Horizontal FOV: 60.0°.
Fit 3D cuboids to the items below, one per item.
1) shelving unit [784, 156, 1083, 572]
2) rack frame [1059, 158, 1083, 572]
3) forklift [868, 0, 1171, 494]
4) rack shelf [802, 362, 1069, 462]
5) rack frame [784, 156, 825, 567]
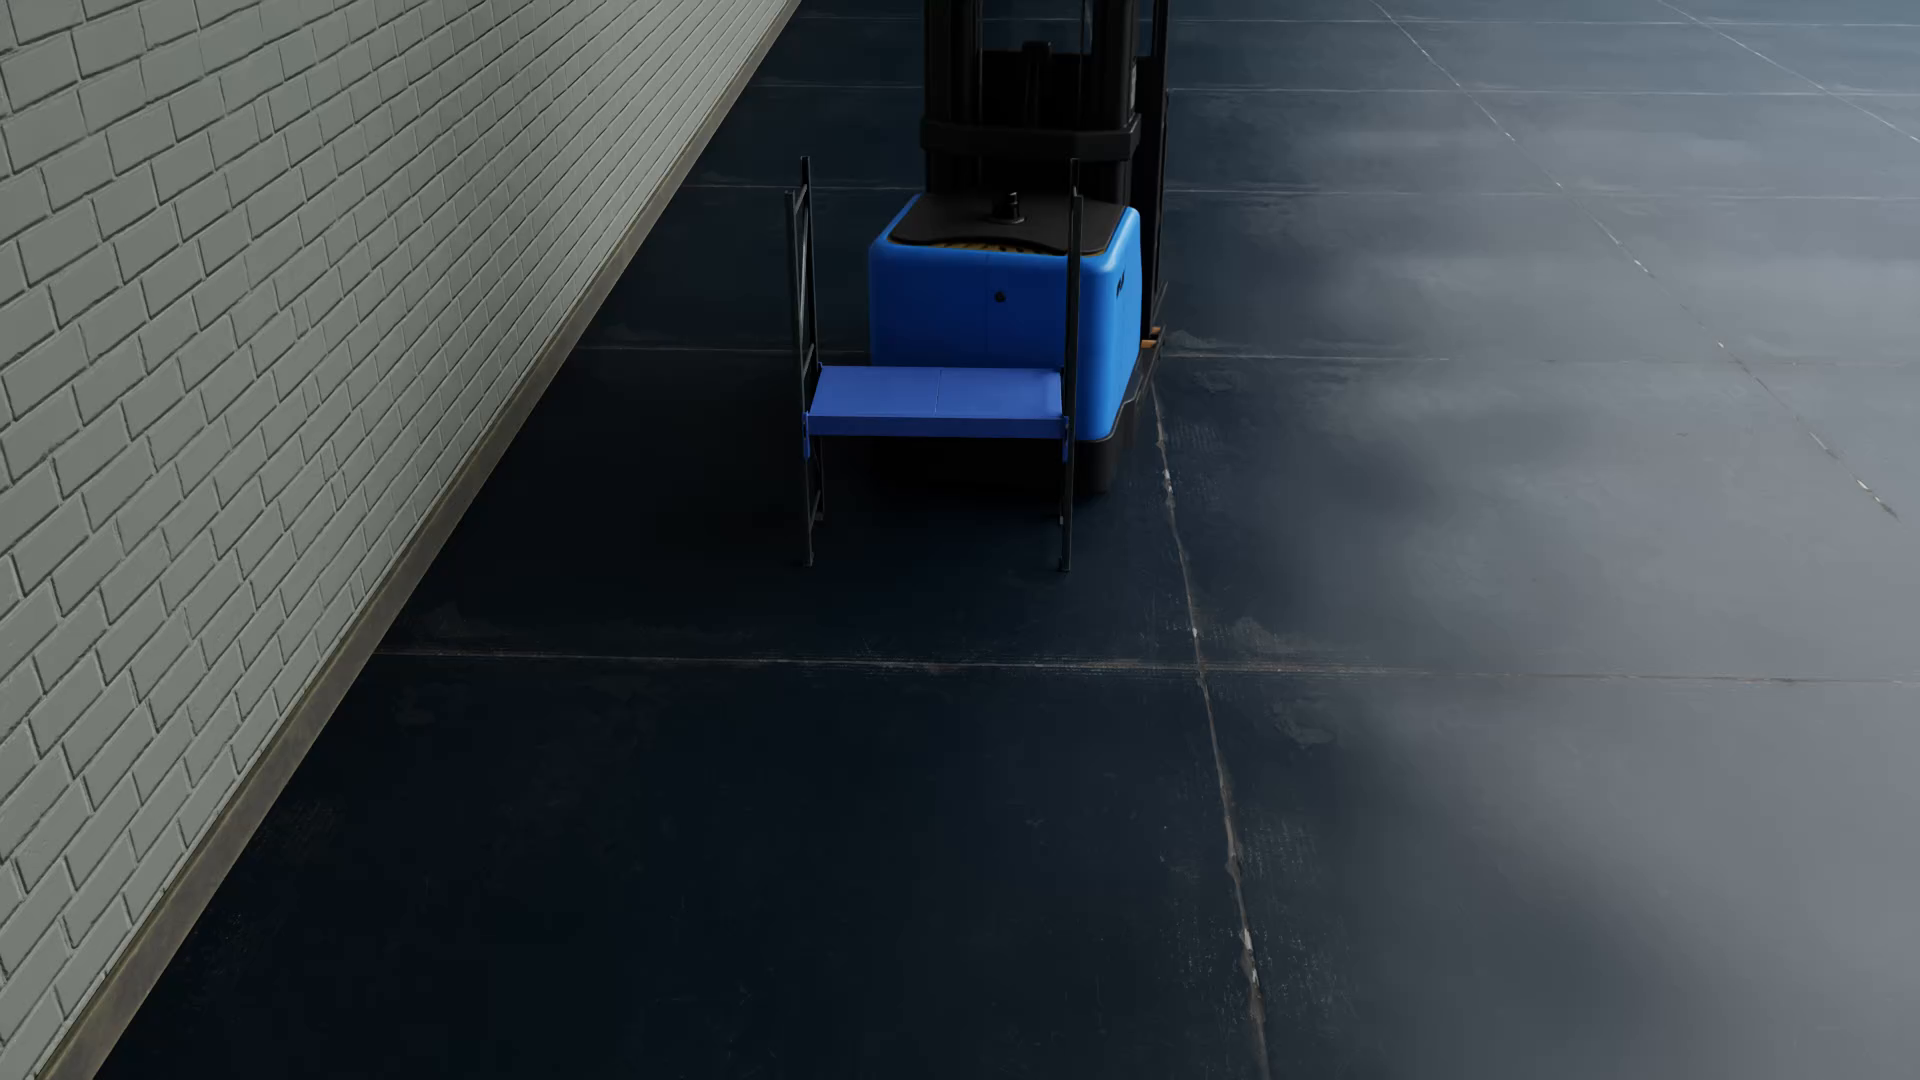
[{"bbox_3d":[-0.085,-0.664,6.401,1.048,1.500,0.538,1,28,2],"label":"shelving unit"},{"bbox_3d":[0.423,-0.656,6.386,0.032,1.500,0.500,1,28,2],"label":"rack frame"},{"bbox_3d":[0.435,-2.160,7.695,1.130,2.935,3.031,6,29,11],"label":"forklift"},{"bbox_3d":[-0.085,-0.505,6.486,1.000,0.185,0.538,1,28,2],"label":"rack shelf"},{"bbox_3d":[-0.593,-0.672,6.417,0.032,1.500,0.500,1,28,2],"label":"rack frame"}]
